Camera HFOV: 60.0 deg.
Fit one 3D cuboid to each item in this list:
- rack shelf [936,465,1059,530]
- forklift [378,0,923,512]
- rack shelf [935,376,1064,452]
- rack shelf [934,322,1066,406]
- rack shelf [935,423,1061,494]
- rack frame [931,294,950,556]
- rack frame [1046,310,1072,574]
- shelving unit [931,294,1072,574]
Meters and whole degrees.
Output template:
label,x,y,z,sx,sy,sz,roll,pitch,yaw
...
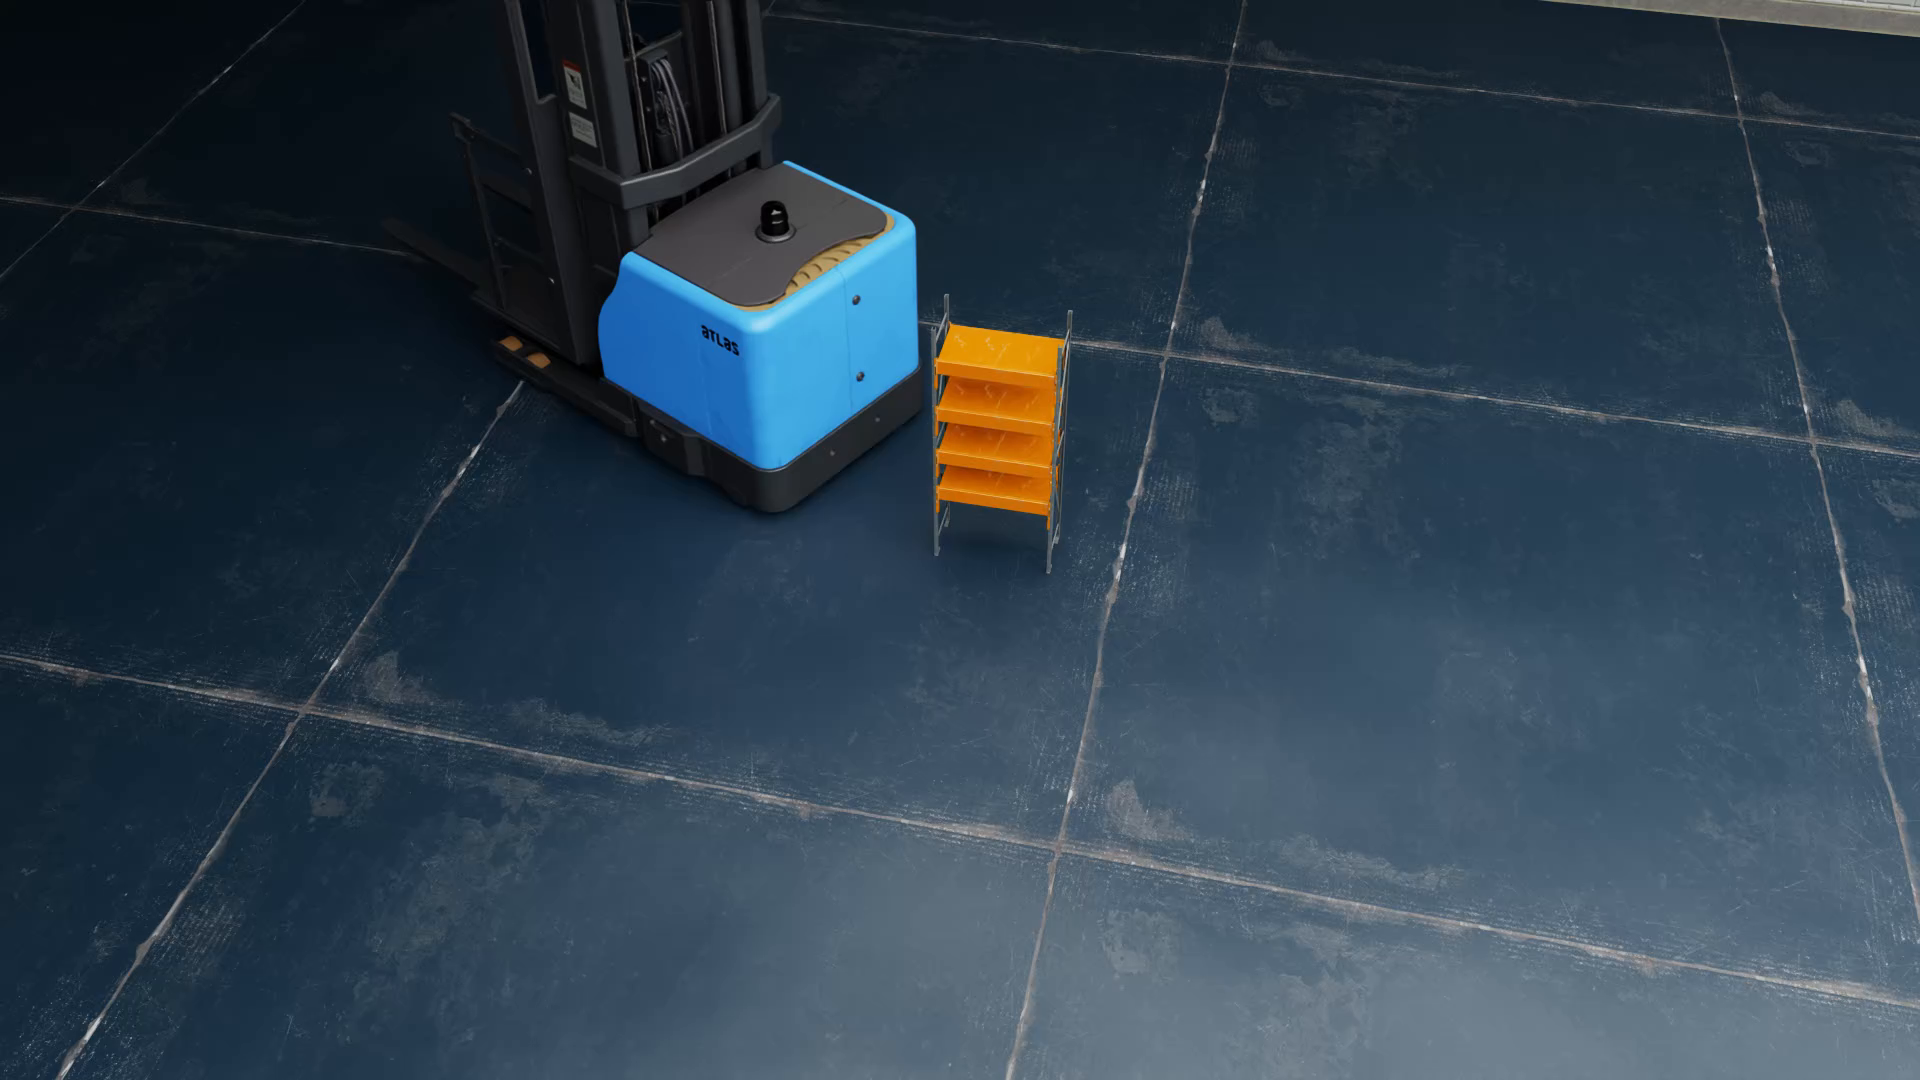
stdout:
label,x,y,z,sx,sy,sz,roll,pitch,yaw
rack shelf,0.162,-0.216,6.952,0.480,0.148,0.258,9,45,9
forklift,-1.631,-2.043,7.219,3.031,2.935,1.130,30,51,27
rack shelf,0.162,-0.520,6.659,0.480,0.148,0.258,9,45,9
rack shelf,0.162,-0.690,6.495,0.480,0.148,0.258,9,45,9
rack shelf,0.162,-0.359,6.815,0.480,0.148,0.258,9,45,9
rack frame,-0.077,-0.444,6.806,0.015,1.200,0.240,9,45,9
rack frame,0.400,-0.370,6.730,0.015,1.200,0.240,9,45,9
shelving unit,0.162,-0.407,6.768,0.503,1.200,0.258,9,45,9
